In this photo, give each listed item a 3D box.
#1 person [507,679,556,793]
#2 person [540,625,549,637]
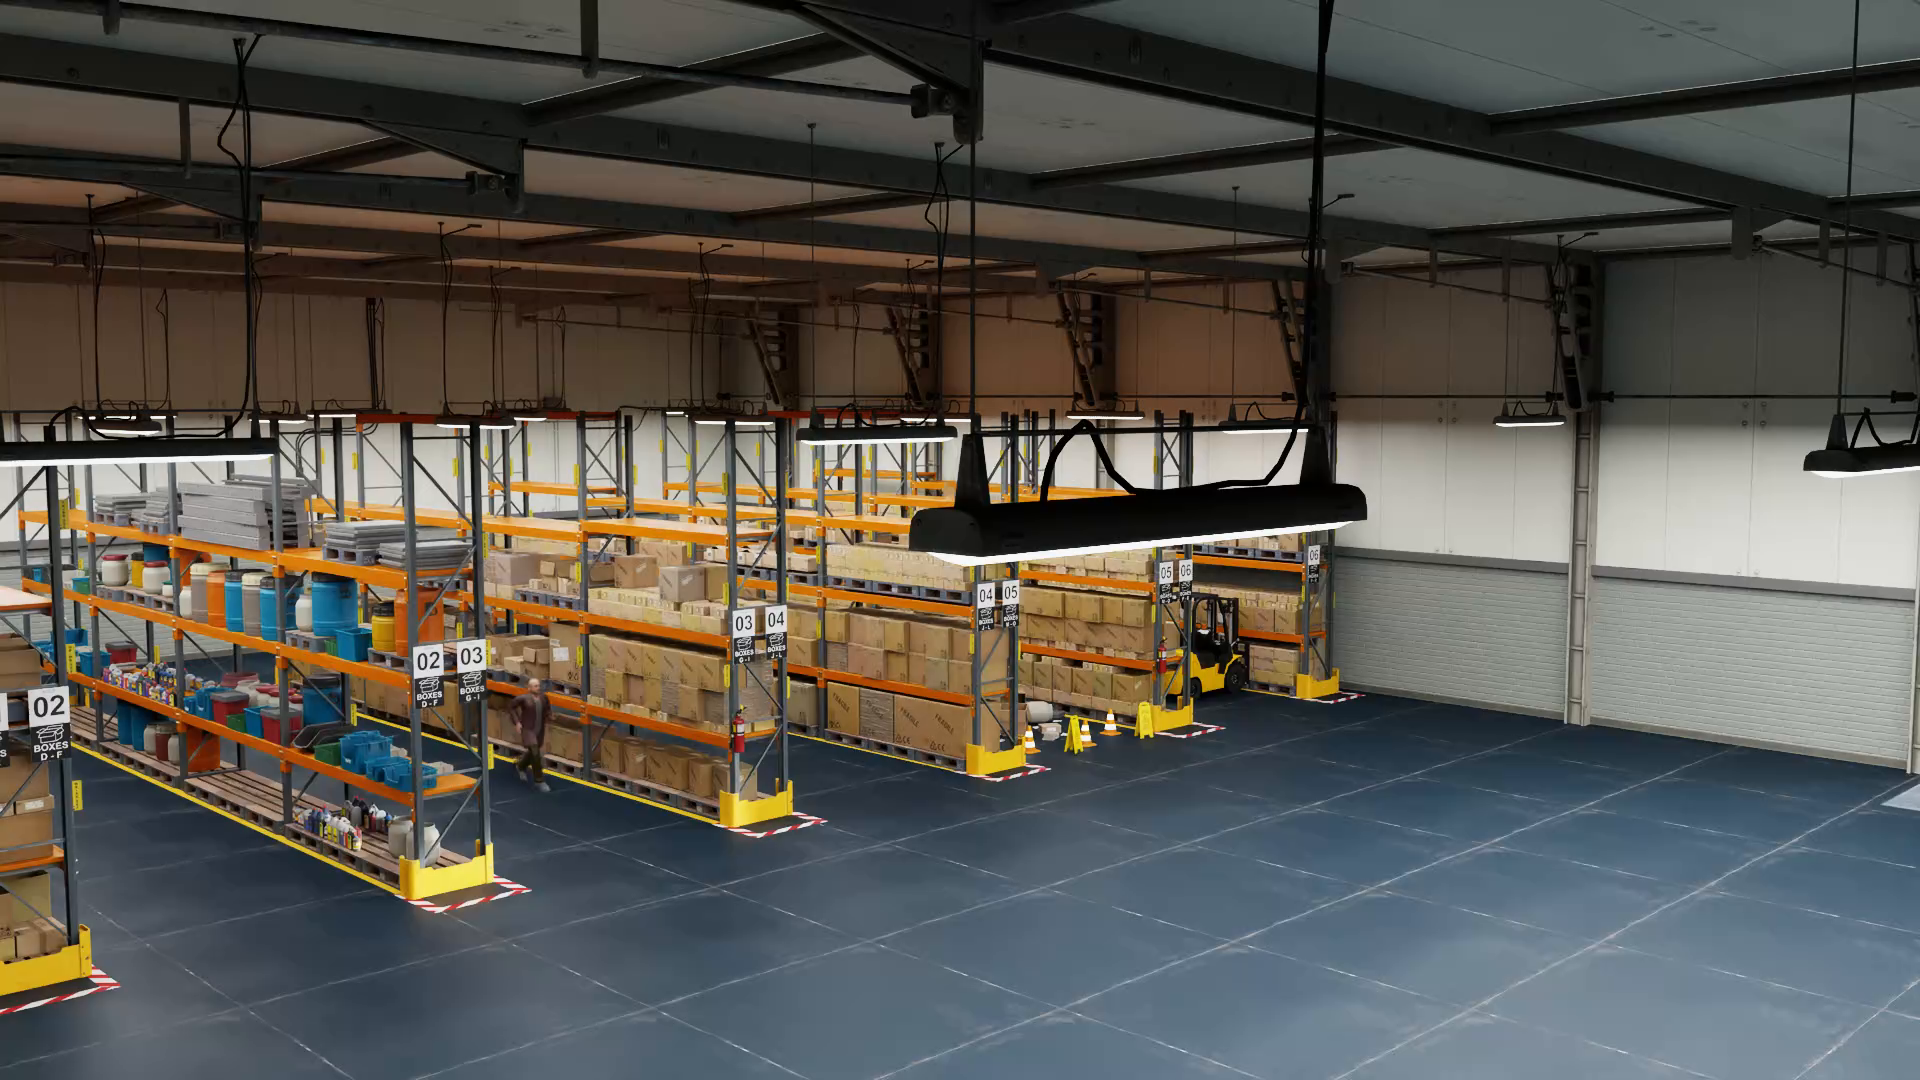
[{"bbox_3d":[-6.925,3.113,26.859,1.050,1.792,0.662,4,6,40],"label":"person"},{"bbox_3d":[-10.225,1.914,41.257,0.655,1.673,0.604,4,6,40],"label":"person"}]
